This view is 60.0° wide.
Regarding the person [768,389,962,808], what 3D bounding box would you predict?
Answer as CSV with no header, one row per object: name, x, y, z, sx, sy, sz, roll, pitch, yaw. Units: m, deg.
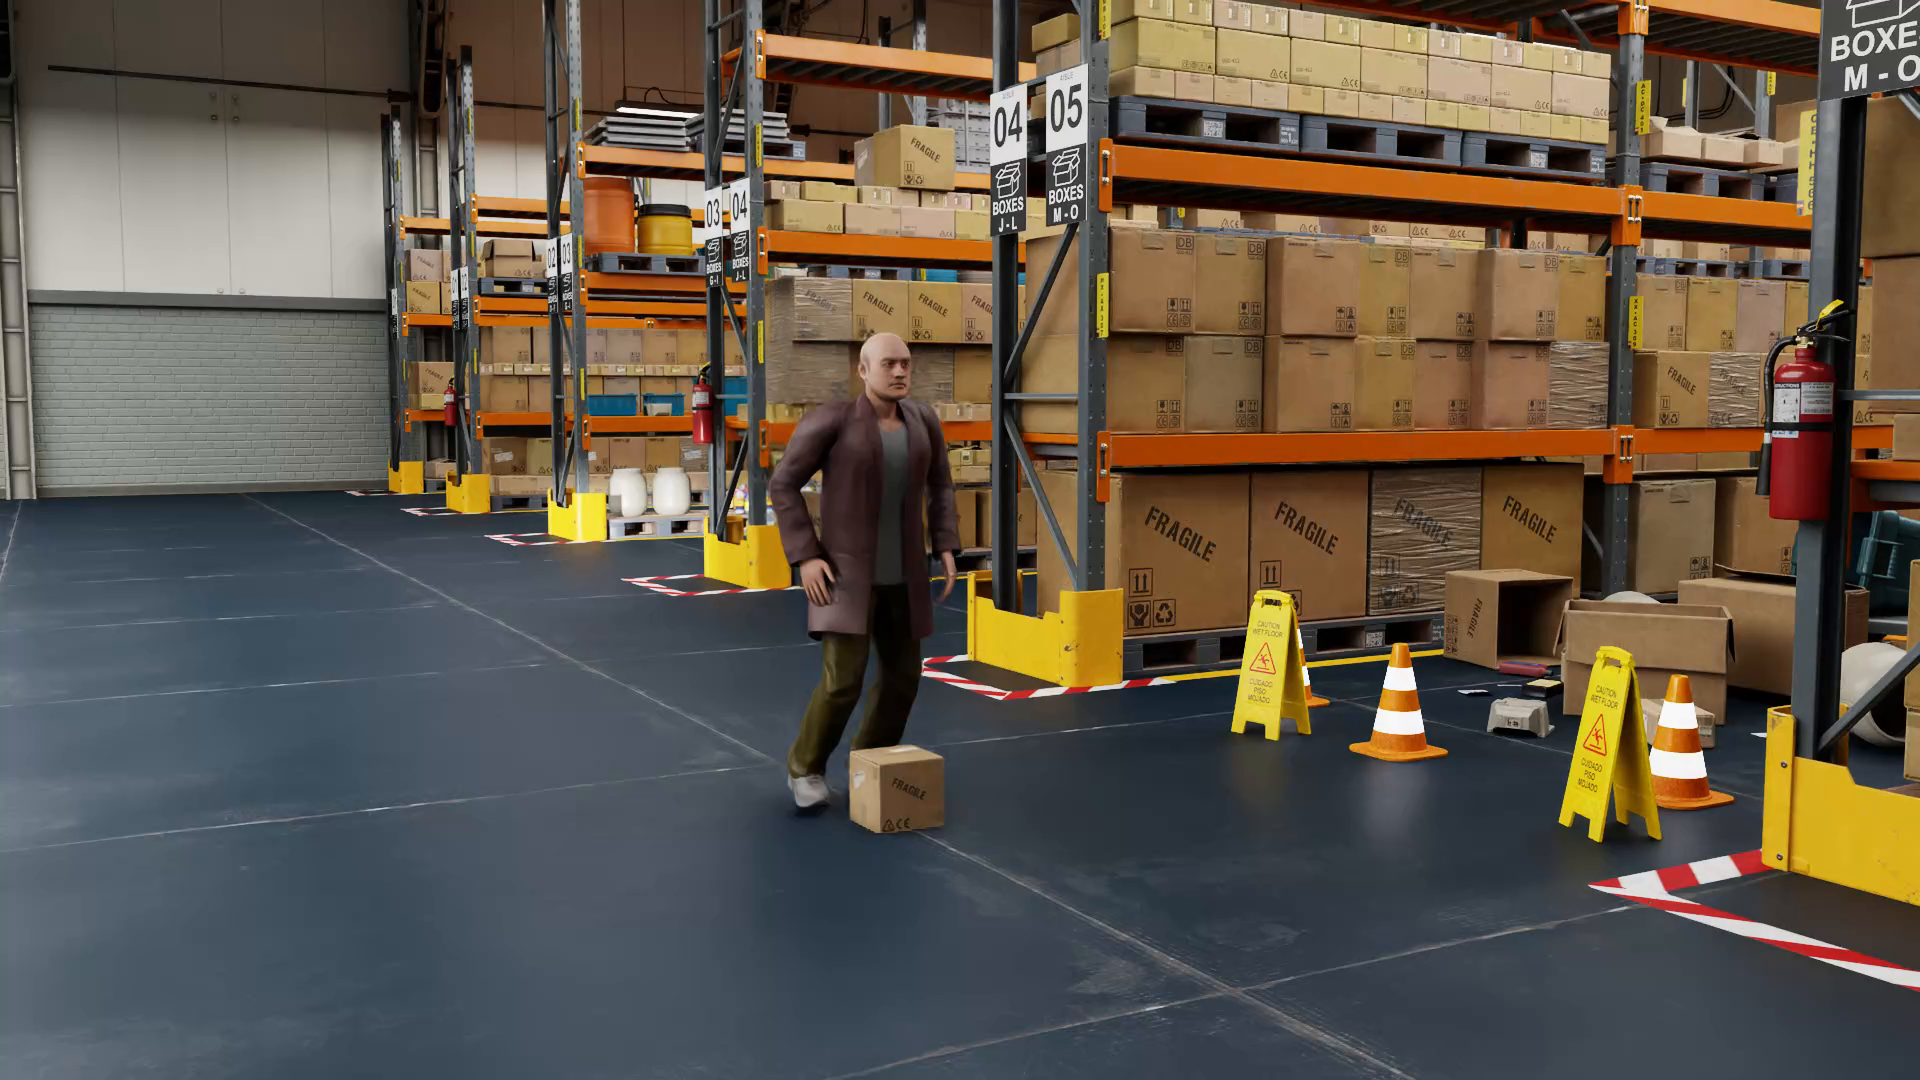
person,-0.357,0.210,6.081,0.729,1.538,0.527,-3,6,-32
